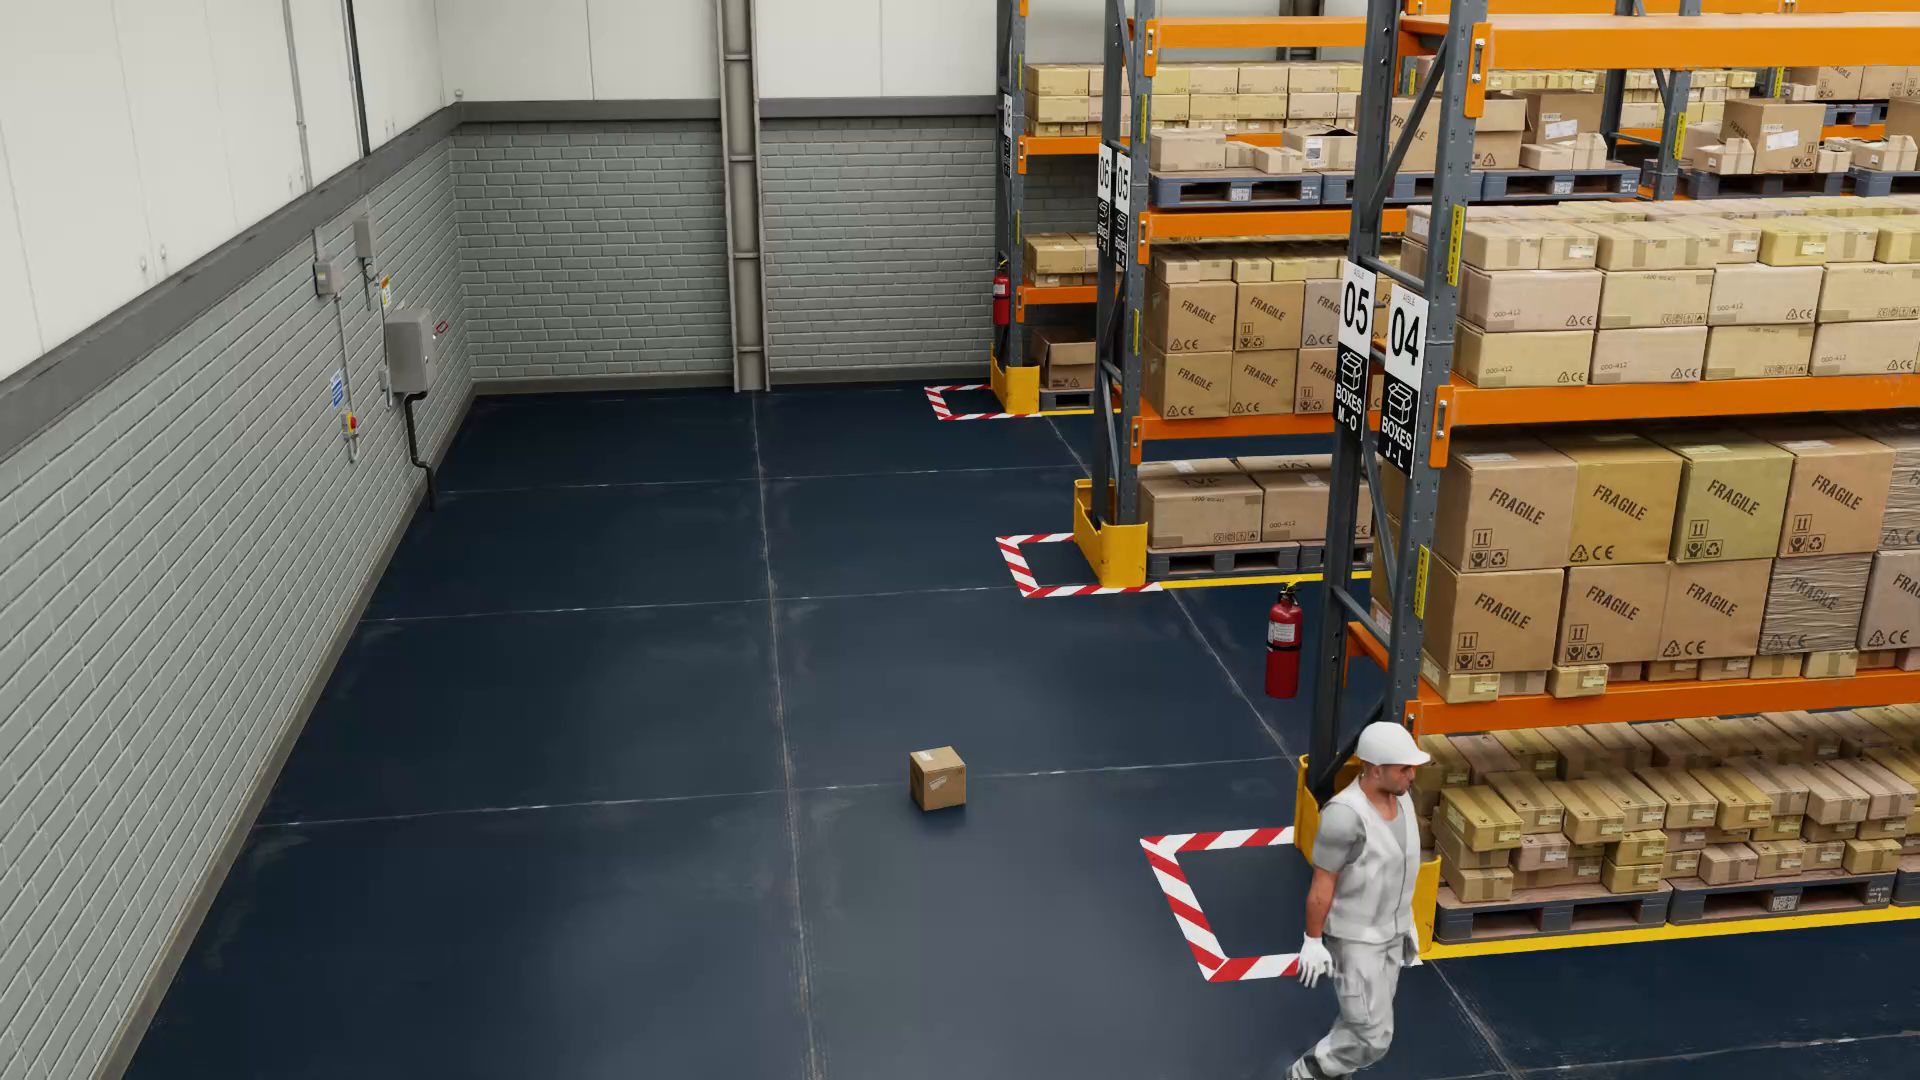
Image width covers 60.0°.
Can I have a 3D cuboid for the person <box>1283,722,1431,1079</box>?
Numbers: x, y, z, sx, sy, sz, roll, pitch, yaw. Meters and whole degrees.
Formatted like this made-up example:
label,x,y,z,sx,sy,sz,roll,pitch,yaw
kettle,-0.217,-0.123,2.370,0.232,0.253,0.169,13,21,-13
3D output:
label,x,y,z,sx,sy,sz,roll,pitch,yaw
person,1.627,1.577,6.594,0.625,1.773,0.451,-16,26,-38
